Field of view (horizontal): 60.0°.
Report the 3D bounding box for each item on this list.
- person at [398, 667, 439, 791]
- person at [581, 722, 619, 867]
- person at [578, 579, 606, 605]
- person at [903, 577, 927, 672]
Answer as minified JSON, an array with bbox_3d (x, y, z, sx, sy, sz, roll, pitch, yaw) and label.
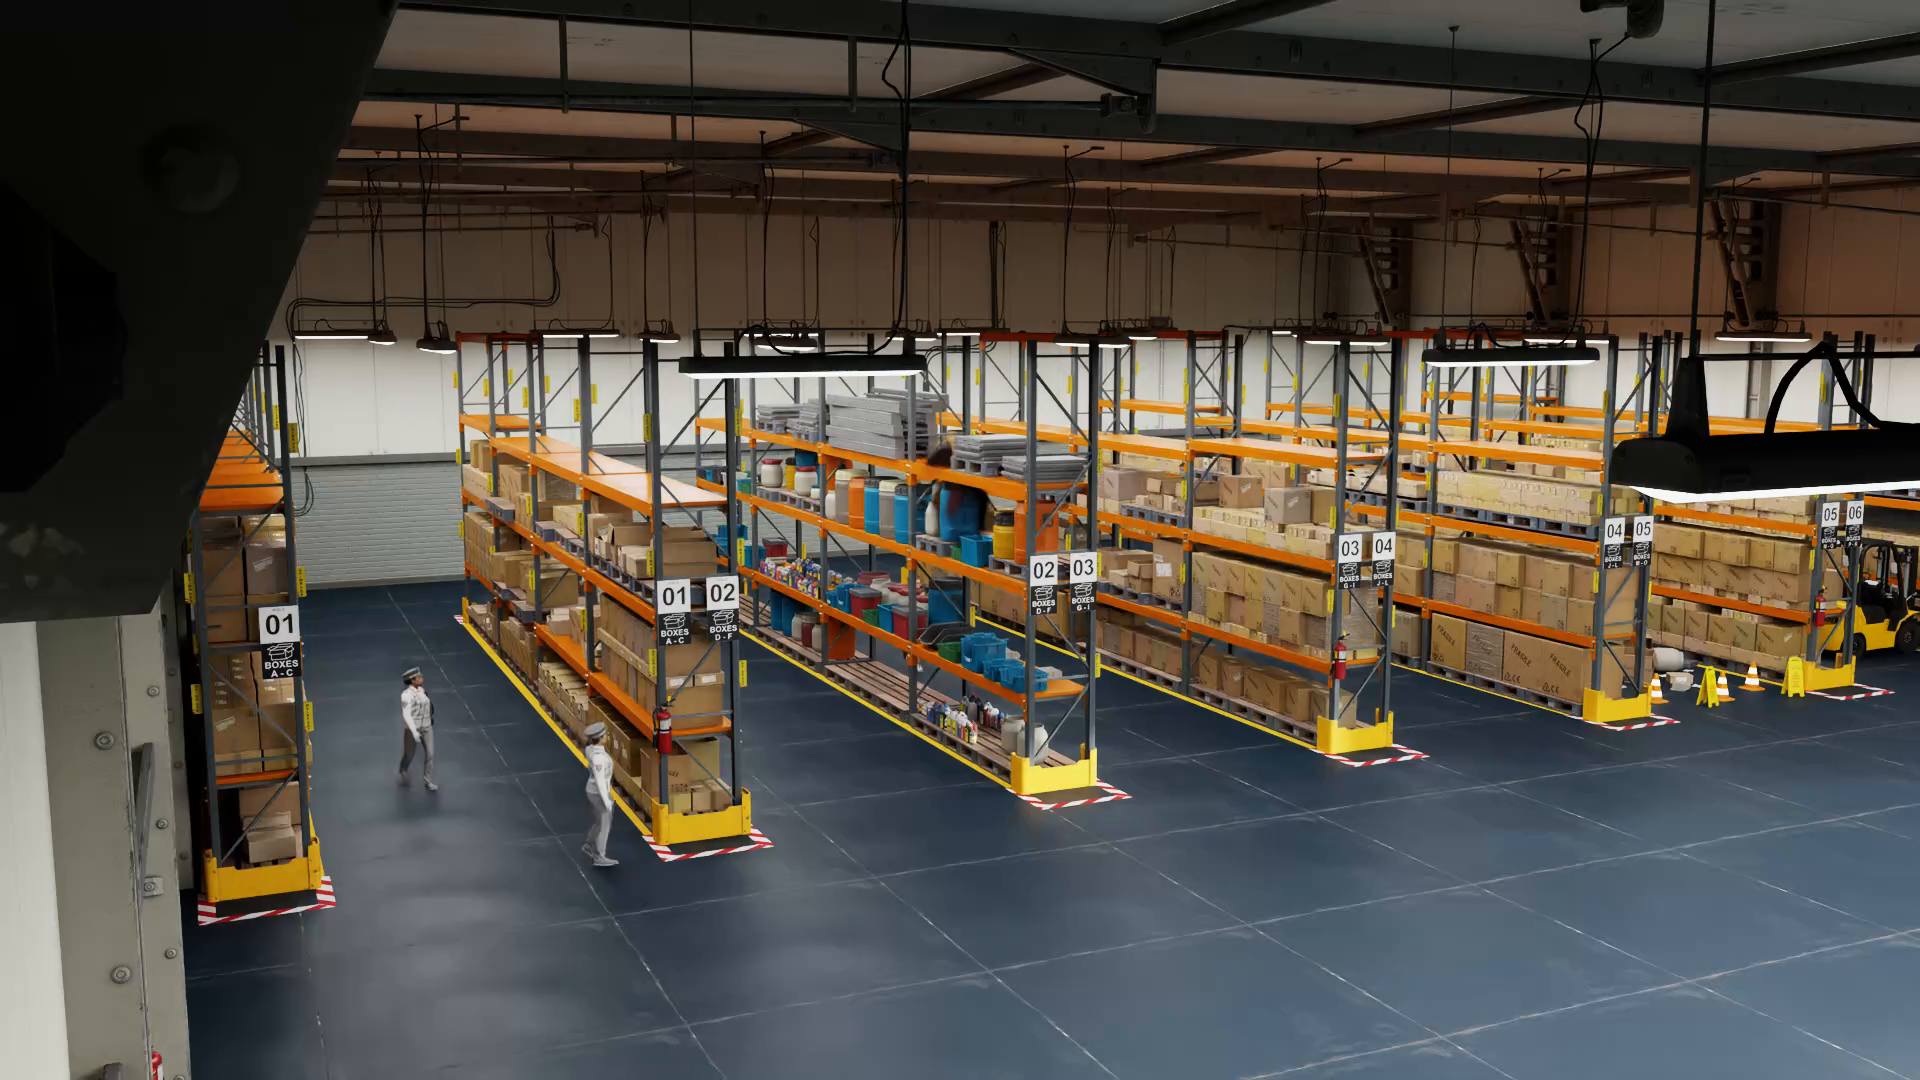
[{"bbox_3d":[-7.310,2.508,22.353,0.440,1.644,0.908,-6,10,-36],"label":"person"},{"bbox_3d":[-4.186,2.932,19.202,0.441,1.697,0.536,-1,8,-8],"label":"person"},{"bbox_3d":[-6.939,1.206,31.740,0.628,1.642,1.006,-3,8,-24],"label":"person"},{"bbox_3d":[-0.792,1.488,30.069,0.525,1.652,0.972,-4,9,-26],"label":"person"}]
